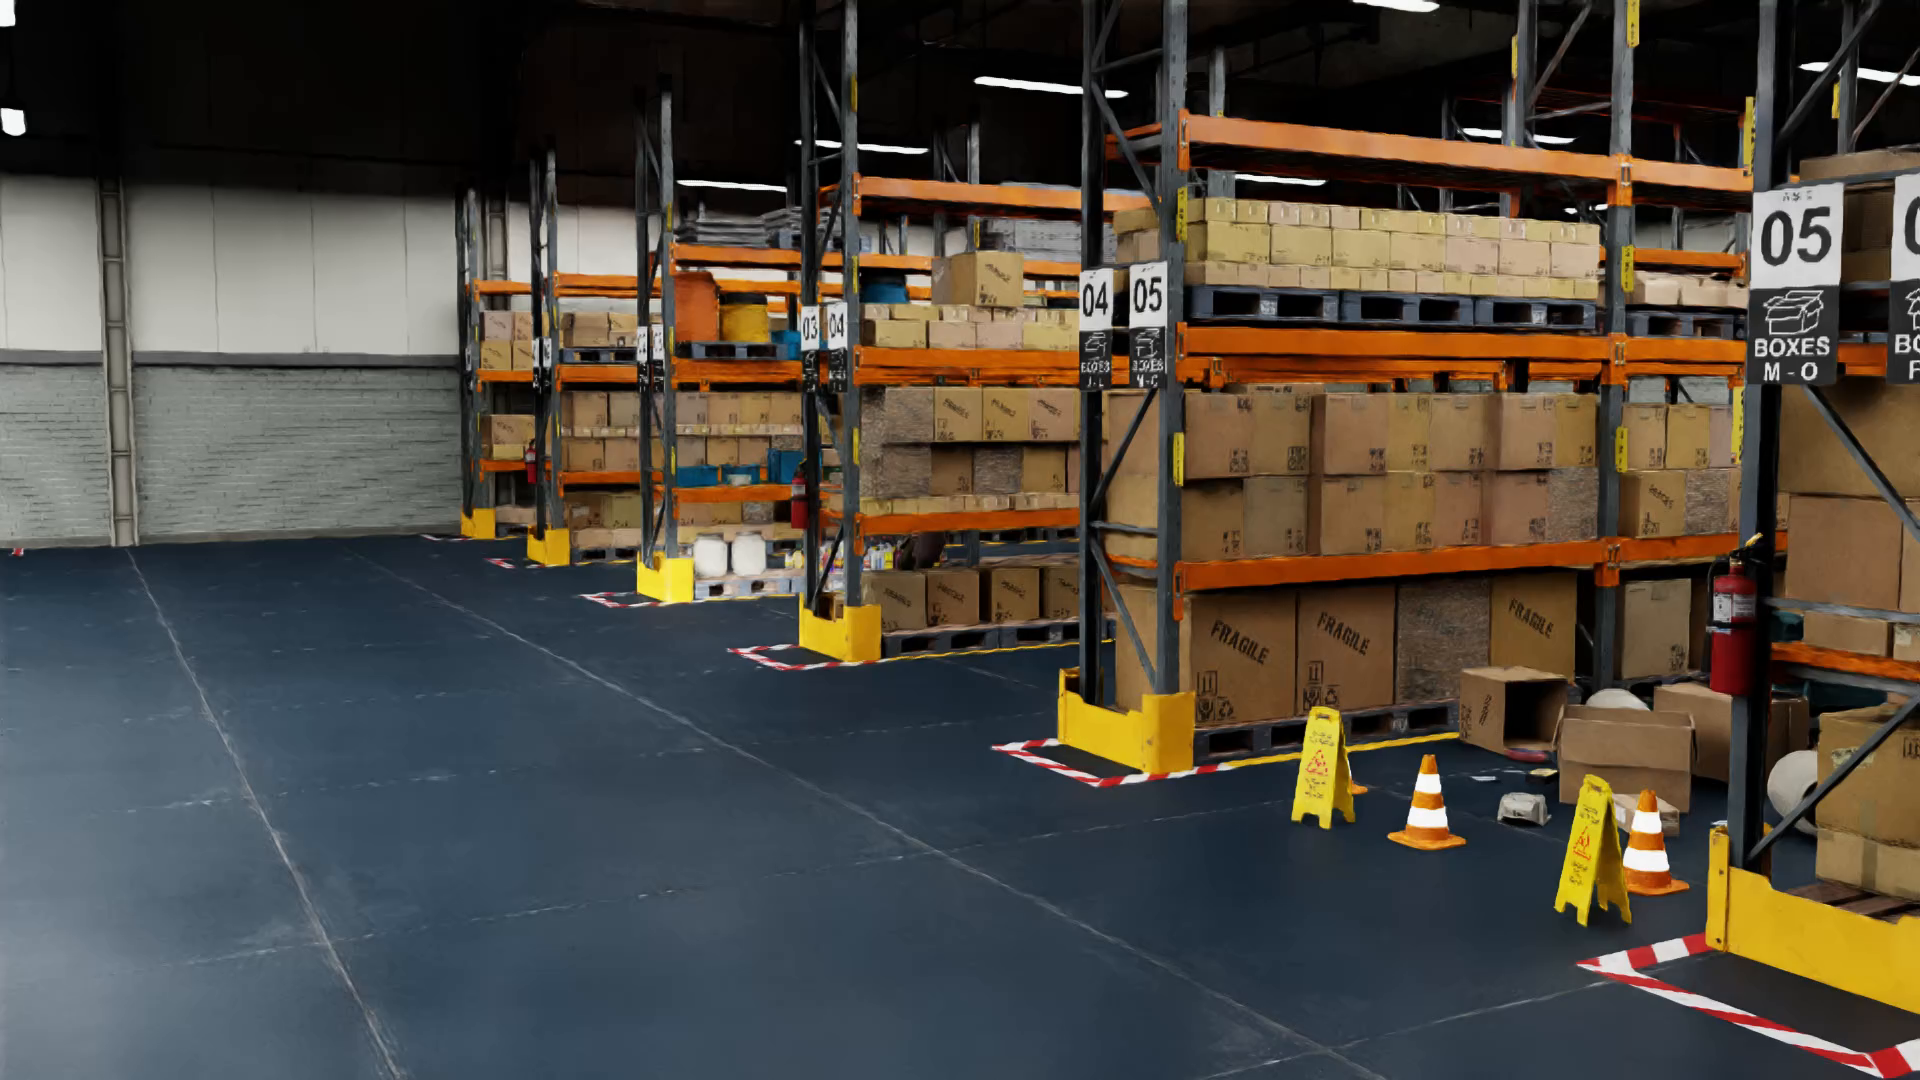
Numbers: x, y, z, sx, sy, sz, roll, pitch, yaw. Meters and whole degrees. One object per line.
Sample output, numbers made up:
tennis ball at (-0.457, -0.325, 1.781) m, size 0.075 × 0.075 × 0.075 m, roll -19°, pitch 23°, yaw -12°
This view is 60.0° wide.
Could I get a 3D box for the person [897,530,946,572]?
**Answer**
person at (-0.366, -0.019, 17.611) m, size 0.517 × 1.750 × 0.785 m, roll -2°, pitch 5°, yaw -23°
